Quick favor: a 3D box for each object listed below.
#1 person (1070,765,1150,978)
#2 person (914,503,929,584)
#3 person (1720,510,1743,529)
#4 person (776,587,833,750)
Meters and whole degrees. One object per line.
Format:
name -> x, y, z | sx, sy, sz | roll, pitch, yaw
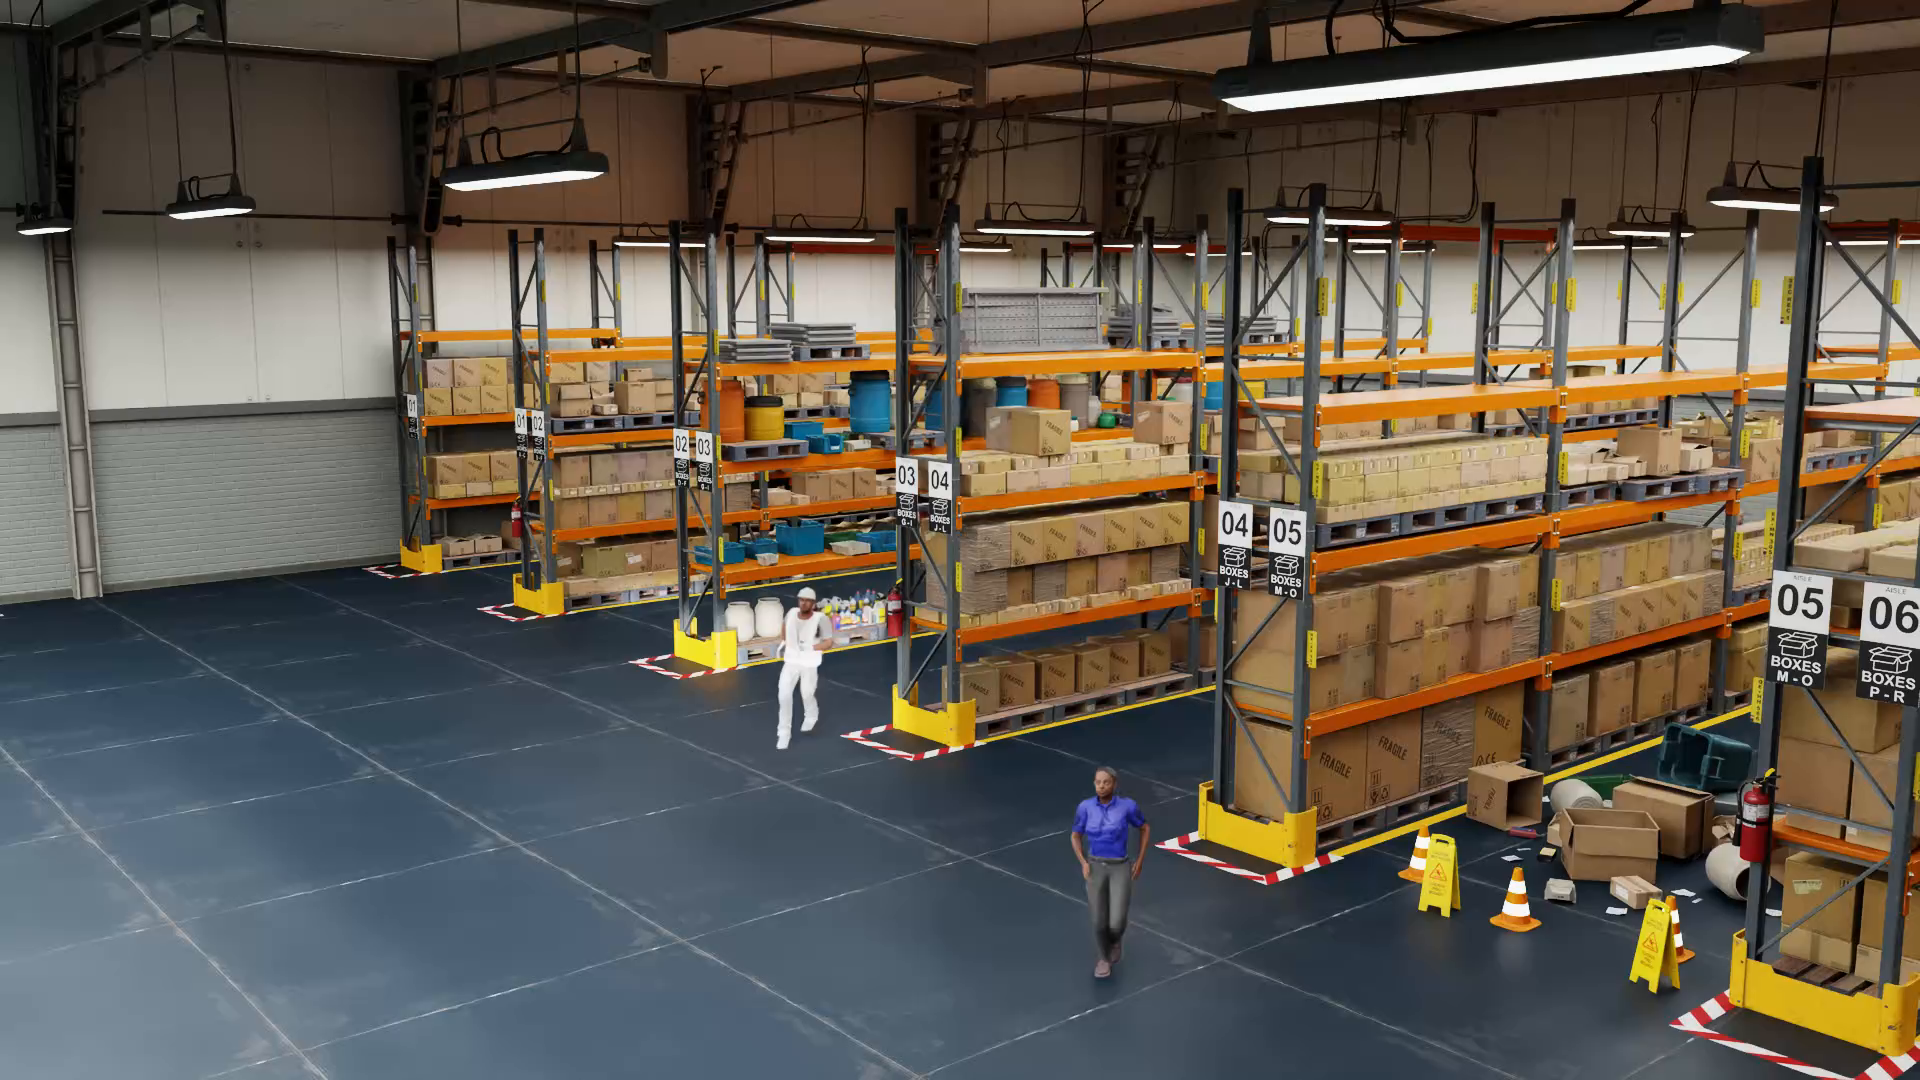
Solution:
person -> 1.103, 2.495, 12.399 | 0.586, 1.607, 0.479 | 2, 9, 11
person -> -0.706, -0.105, 27.278 | 0.599, 1.695, 0.593 | 7, 11, 38
person -> 11.691, 0.459, 25.053 | 0.851, 1.864, 0.721 | -6, 11, -34
person -> -1.749, 1.429, 18.829 | 0.692, 1.839, 0.824 | 2, 9, 14
